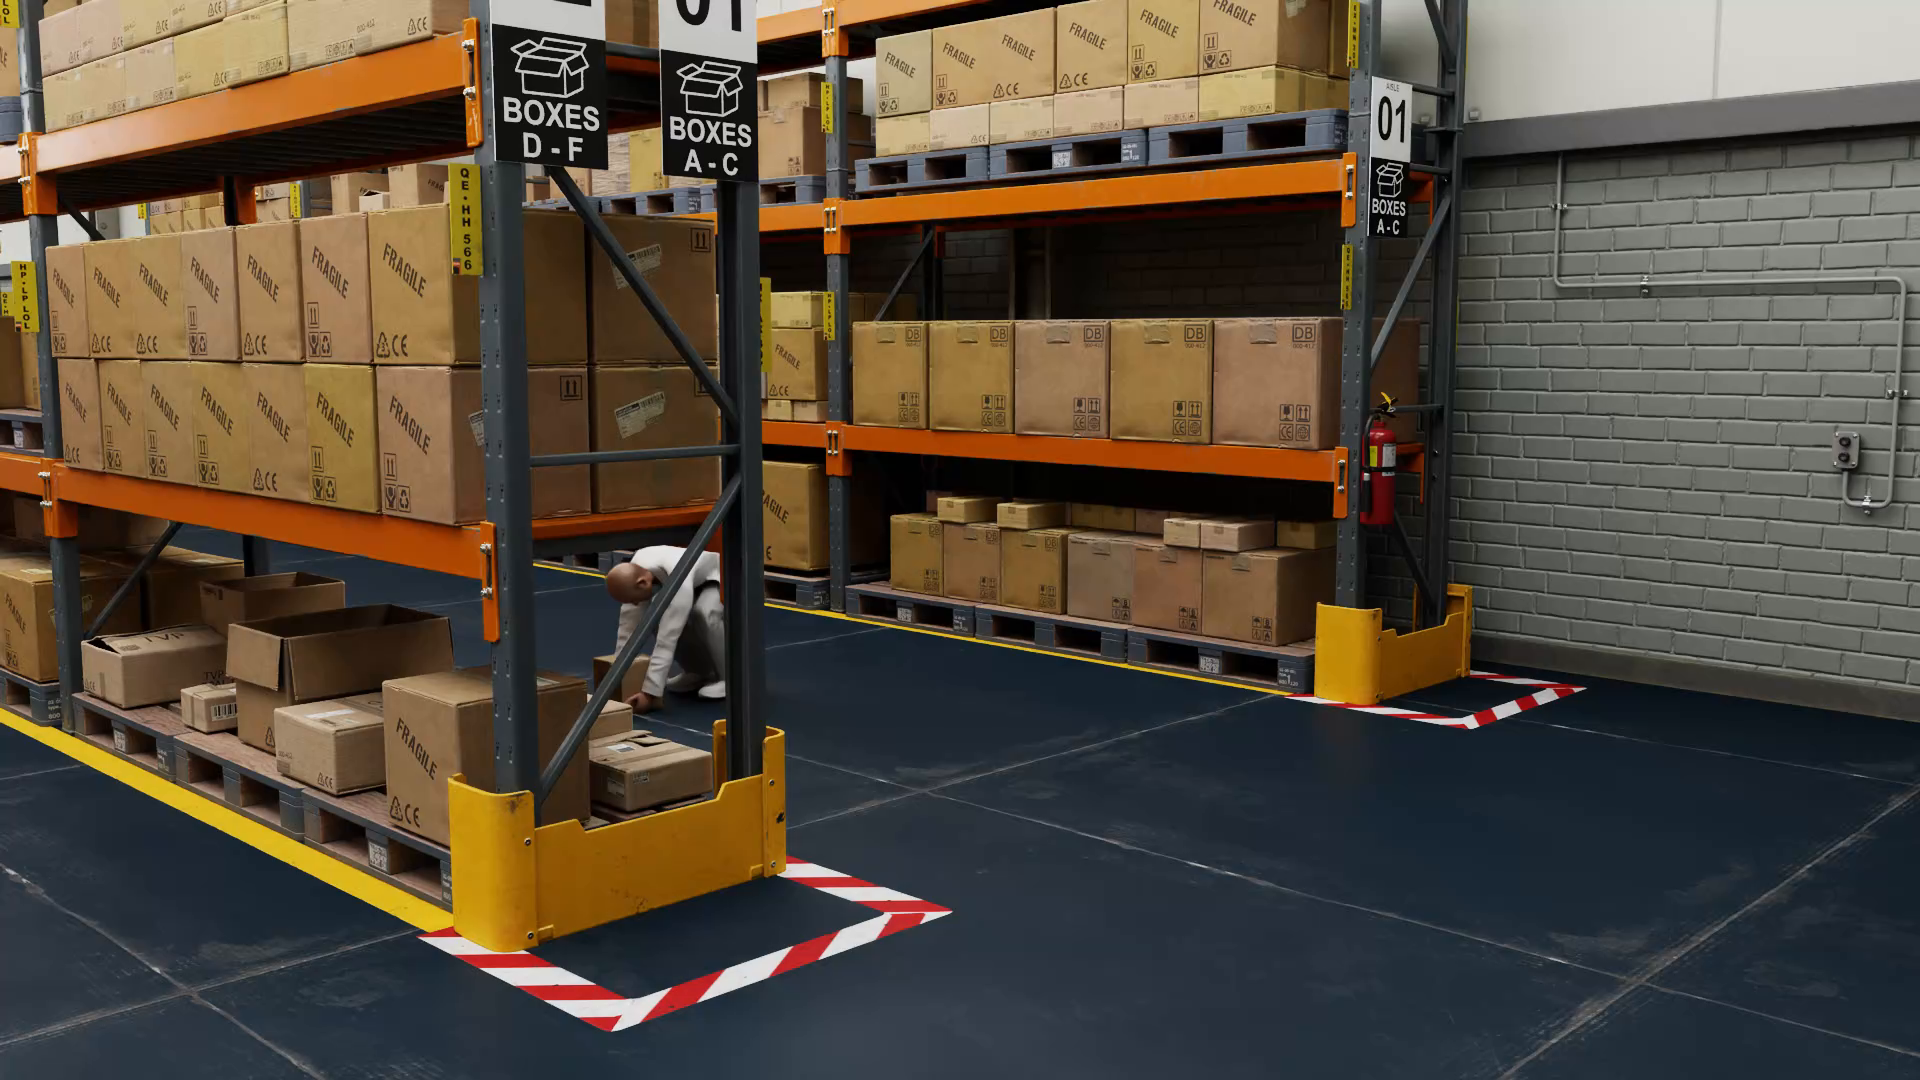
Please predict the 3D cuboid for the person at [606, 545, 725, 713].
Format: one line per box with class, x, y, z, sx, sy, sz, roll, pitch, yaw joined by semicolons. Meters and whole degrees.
person;-1.458;0.381;8.759;0.595;0.931;0.954;6;9;41
